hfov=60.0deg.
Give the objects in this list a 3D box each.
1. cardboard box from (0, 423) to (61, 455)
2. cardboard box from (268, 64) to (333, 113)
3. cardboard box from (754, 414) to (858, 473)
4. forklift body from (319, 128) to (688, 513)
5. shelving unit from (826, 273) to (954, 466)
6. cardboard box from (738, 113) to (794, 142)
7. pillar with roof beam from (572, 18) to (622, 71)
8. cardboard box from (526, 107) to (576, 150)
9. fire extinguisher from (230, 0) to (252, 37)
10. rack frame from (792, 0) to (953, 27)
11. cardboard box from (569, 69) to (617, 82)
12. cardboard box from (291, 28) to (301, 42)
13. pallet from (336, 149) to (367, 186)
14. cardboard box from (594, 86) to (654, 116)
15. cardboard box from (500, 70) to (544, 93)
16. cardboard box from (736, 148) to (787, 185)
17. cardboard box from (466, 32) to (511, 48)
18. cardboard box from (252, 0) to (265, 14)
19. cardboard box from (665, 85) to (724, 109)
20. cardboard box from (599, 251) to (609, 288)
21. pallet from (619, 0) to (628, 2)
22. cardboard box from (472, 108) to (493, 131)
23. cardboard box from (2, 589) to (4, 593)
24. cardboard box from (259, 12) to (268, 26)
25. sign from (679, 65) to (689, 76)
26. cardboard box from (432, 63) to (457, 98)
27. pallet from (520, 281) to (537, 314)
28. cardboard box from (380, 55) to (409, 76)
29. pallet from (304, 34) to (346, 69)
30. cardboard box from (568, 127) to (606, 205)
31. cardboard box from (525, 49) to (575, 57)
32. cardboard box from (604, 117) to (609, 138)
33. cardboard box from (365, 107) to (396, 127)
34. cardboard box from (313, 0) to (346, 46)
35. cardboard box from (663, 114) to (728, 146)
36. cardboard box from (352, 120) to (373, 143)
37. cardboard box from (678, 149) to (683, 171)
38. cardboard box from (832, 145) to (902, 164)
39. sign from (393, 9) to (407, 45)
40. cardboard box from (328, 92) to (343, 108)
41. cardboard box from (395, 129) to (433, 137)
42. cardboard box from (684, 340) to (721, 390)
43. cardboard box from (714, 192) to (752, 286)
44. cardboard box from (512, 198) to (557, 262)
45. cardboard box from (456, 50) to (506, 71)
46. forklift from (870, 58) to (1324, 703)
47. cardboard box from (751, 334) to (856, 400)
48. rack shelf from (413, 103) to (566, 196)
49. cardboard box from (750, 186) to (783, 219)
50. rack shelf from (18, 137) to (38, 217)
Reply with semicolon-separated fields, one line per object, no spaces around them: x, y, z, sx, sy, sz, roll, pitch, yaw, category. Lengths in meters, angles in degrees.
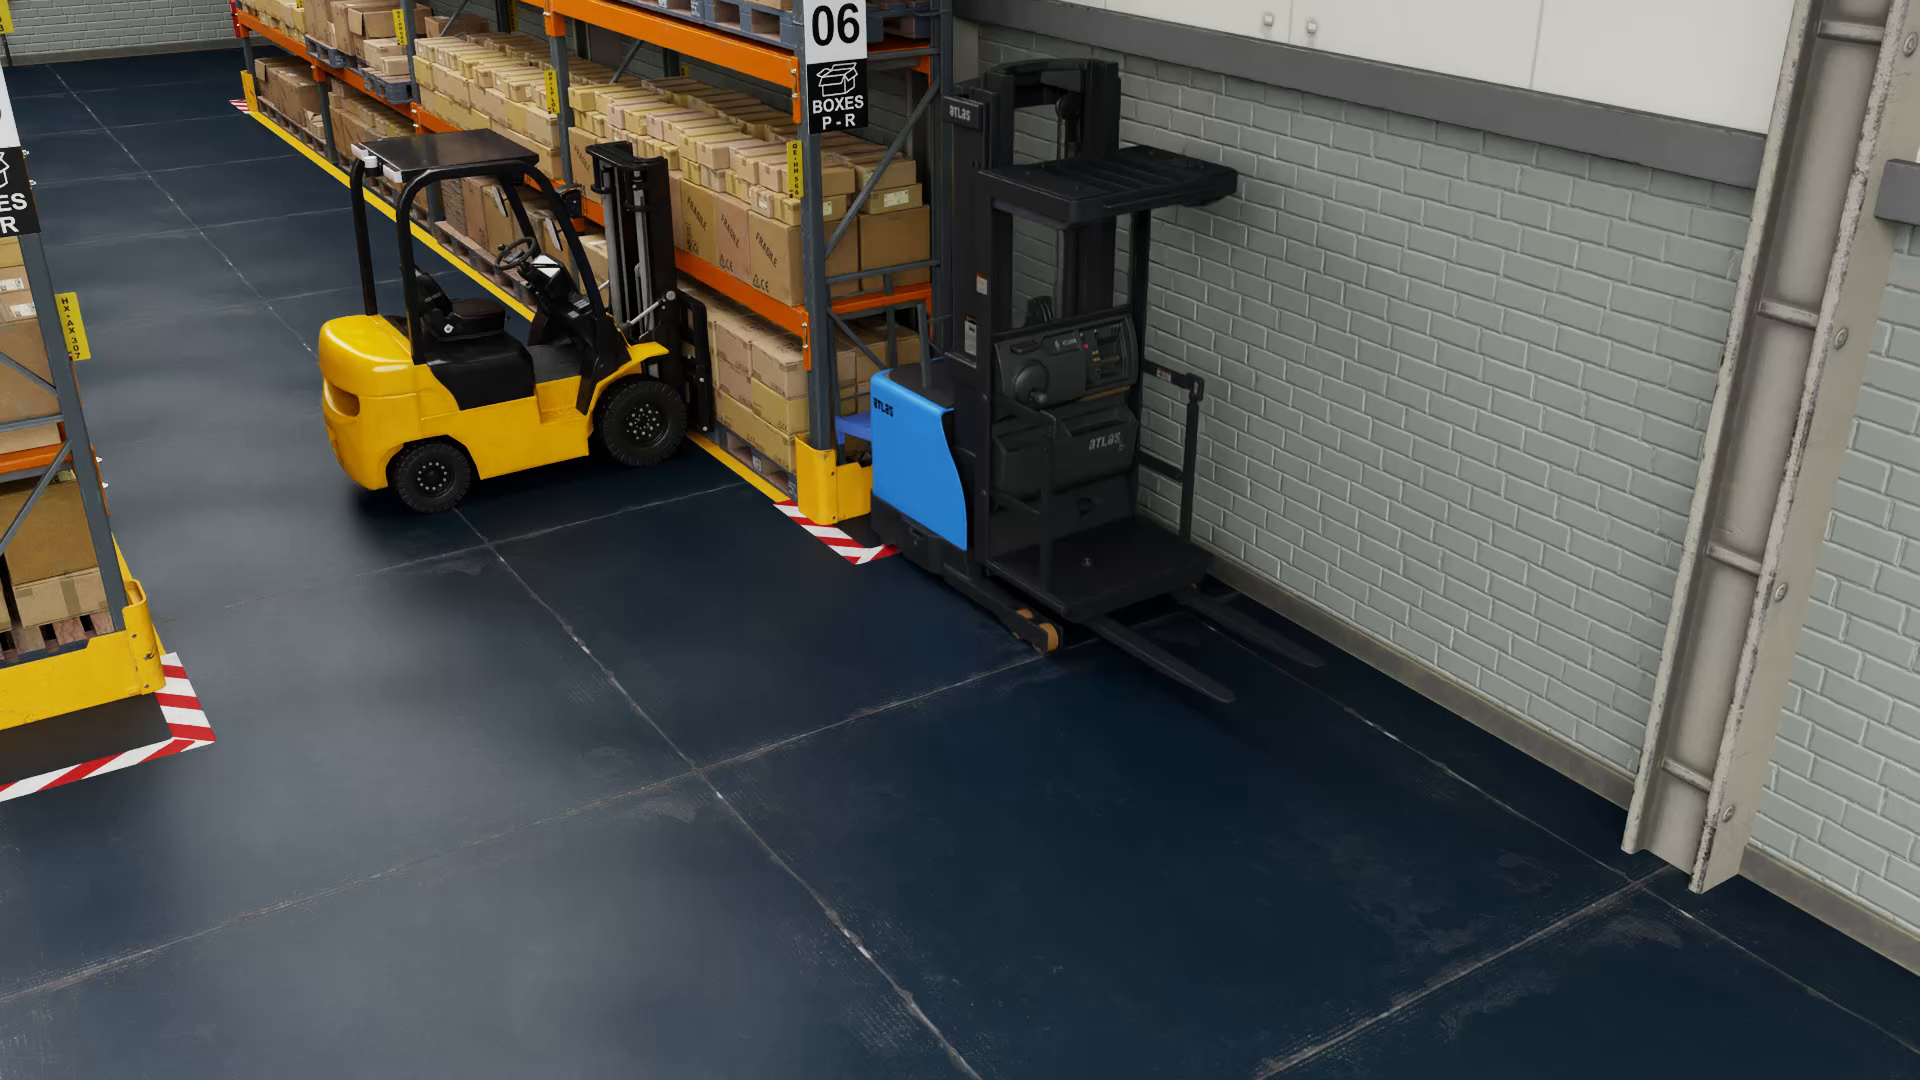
-4.661;-0.543;8.180;0.380;0.149;0.250;-15;29;-29;cardboard box
-8.538;-5.871;21.610;0.700;0.500;0.500;-14;29;-27;cardboard box
-1.013;-0.686;10.918;0.500;0.250;0.500;-15;29;-29;cardboard box
-3.056;-1.514;10.938;2.313;2.155;1.214;-16;29;-30;forklift body
-0.291;-0.807;10.184;0.538;1.500;1.048;-17;24;-33;shelving unit
-1.317;-2.848;11.543;0.380;0.149;0.250;-15;29;-29;cardboard box
-6.999;-5.959;12.333;9.100;9.000;0.400;-16;29;-30;pillar with roof beam
-3.158;-3.350;13.422;0.500;0.250;0.500;-16;30;-31;cardboard box
-9.694;-7.109;22.322;0.296;0.674;0.183;-16;29;-30;fire extinguisher
-0.492;-4.358;8.940;1.000;3.000;0.127;-16;29;-30;rack frame
-3.083;-3.874;14.065;0.380;0.149;0.250;-16;30;-30;cardboard box
-7.751;-6.054;19.854;0.380;0.149;0.250;-15;29;-28;cardboard box
-6.567;-4.394;19.310;1.003;0.211;1.213;-16;29;-30;pallet
-2.517;-3.297;12.495;0.380;0.149;0.250;-15;29;-29;cardboard box
-3.639;-3.844;14.002;0.380;0.149;0.250;-16;30;-31;cardboard box
-1.190;-2.365;10.521;0.380;0.149;0.250;-15;29;-28;cardboard box
-4.512;-4.775;15.975;0.380;0.149;0.250;-15;29;-28;cardboard box
-8.650;-6.848;21.070;0.500;0.250;0.500;-16;30;-31;cardboard box
-1.990;-3.314;12.530;0.380;0.149;0.250;-16;30;-30;cardboard box
-2.404;-2.043;12.621;0.500;0.250;0.500;-15;29;-29;cardboard box
-2.188;-4.093;11.996;1.003;0.211;1.213;-16;29;-30;pallet
-3.983;-3.673;14.693;0.500;0.250;0.500;-14;29;-28;cardboard box
-5.592;0.153;9.140;0.500;0.250;0.500;-15;29;-29;cardboard box
-8.615;-6.600;21.011;0.380;0.149;0.250;-16;30;-31;cardboard box
-2.211;-3.633;13.324;0.100;0.325;0.005;-16;29;-30;sign
-4.549;-4.269;15.370;0.500;0.250;0.500;-15;29;-28;cardboard box
-3.111;-2.069;14.385;1.003;0.211;1.213;-16;29;-30;pallet
-5.539;-4.728;16.554;0.380;0.149;0.250;-15;29;-29;cardboard box
-6.698;-5.539;18.694;1.003;0.211;1.213;-16;29;-30;pallet
-2.652;-2.901;12.764;0.500;0.500;0.500;-16;30;-31;cardboard box
-3.709;-4.348;15.070;0.380;0.149;0.250;-16;30;-30;cardboard box
-2.414;-3.060;12.341;0.380;0.149;0.250;-16;29;-30;cardboard box
-6.305;-4.647;18.256;0.380;0.149;0.250;-14;29;-28;cardboard box
-6.683;-5.762;18.332;0.700;0.500;0.500;-15;29;-29;cardboard box
-1.830;-2.838;11.523;0.380;0.149;0.250;-15;29;-29;cardboard box
-6.400;-4.403;18.500;0.500;0.500;0.500;-17;30;-31;cardboard box
-1.698;-2.605;11.378;0.380;0.149;0.250;-16;30;-30;cardboard box
-0.589;-2.397;10.589;0.380;0.149;0.250;-14;29;-28;cardboard box
-5.309;-4.864;15.776;0.100;0.325;0.005;-16;29;-30;sign
-7.070;-5.099;19.215;0.380;0.149;0.250;-14;29;-27;cardboard box
-5.623;-4.171;17.249;0.380;0.149;0.250;-17;30;-31;cardboard box
-1.584;-1.280;11.591;0.500;0.250;0.500;-16;30;-31;cardboard box
-1.256;-1.992;10.840;0.500;0.500;0.500;-15;29;-28;cardboard box
-3.387;-2.655;14.650;0.875;0.625;0.625;-16;30;-30;cardboard box
-4.308;-4.307;14.984;0.380;0.149;0.250;-15;29;-29;cardboard box
0.705;-0.948;8.825;1.130;2.935;3.031;-17;30;-31;forklift
-1.005;-1.135;10.699;0.500;0.250;0.500;-14;29;-28;cardboard box
-3.767;-3.465;14.920;1.077;0.370;4.000;-16;29;-30;rack shelf
-1.080;-2.126;10.364;0.380;0.149;0.250;-15;29;-29;cardboard box
-5.741;-2.233;8.796;1.077;0.370;4.000;-16;29;-30;rack shelf
